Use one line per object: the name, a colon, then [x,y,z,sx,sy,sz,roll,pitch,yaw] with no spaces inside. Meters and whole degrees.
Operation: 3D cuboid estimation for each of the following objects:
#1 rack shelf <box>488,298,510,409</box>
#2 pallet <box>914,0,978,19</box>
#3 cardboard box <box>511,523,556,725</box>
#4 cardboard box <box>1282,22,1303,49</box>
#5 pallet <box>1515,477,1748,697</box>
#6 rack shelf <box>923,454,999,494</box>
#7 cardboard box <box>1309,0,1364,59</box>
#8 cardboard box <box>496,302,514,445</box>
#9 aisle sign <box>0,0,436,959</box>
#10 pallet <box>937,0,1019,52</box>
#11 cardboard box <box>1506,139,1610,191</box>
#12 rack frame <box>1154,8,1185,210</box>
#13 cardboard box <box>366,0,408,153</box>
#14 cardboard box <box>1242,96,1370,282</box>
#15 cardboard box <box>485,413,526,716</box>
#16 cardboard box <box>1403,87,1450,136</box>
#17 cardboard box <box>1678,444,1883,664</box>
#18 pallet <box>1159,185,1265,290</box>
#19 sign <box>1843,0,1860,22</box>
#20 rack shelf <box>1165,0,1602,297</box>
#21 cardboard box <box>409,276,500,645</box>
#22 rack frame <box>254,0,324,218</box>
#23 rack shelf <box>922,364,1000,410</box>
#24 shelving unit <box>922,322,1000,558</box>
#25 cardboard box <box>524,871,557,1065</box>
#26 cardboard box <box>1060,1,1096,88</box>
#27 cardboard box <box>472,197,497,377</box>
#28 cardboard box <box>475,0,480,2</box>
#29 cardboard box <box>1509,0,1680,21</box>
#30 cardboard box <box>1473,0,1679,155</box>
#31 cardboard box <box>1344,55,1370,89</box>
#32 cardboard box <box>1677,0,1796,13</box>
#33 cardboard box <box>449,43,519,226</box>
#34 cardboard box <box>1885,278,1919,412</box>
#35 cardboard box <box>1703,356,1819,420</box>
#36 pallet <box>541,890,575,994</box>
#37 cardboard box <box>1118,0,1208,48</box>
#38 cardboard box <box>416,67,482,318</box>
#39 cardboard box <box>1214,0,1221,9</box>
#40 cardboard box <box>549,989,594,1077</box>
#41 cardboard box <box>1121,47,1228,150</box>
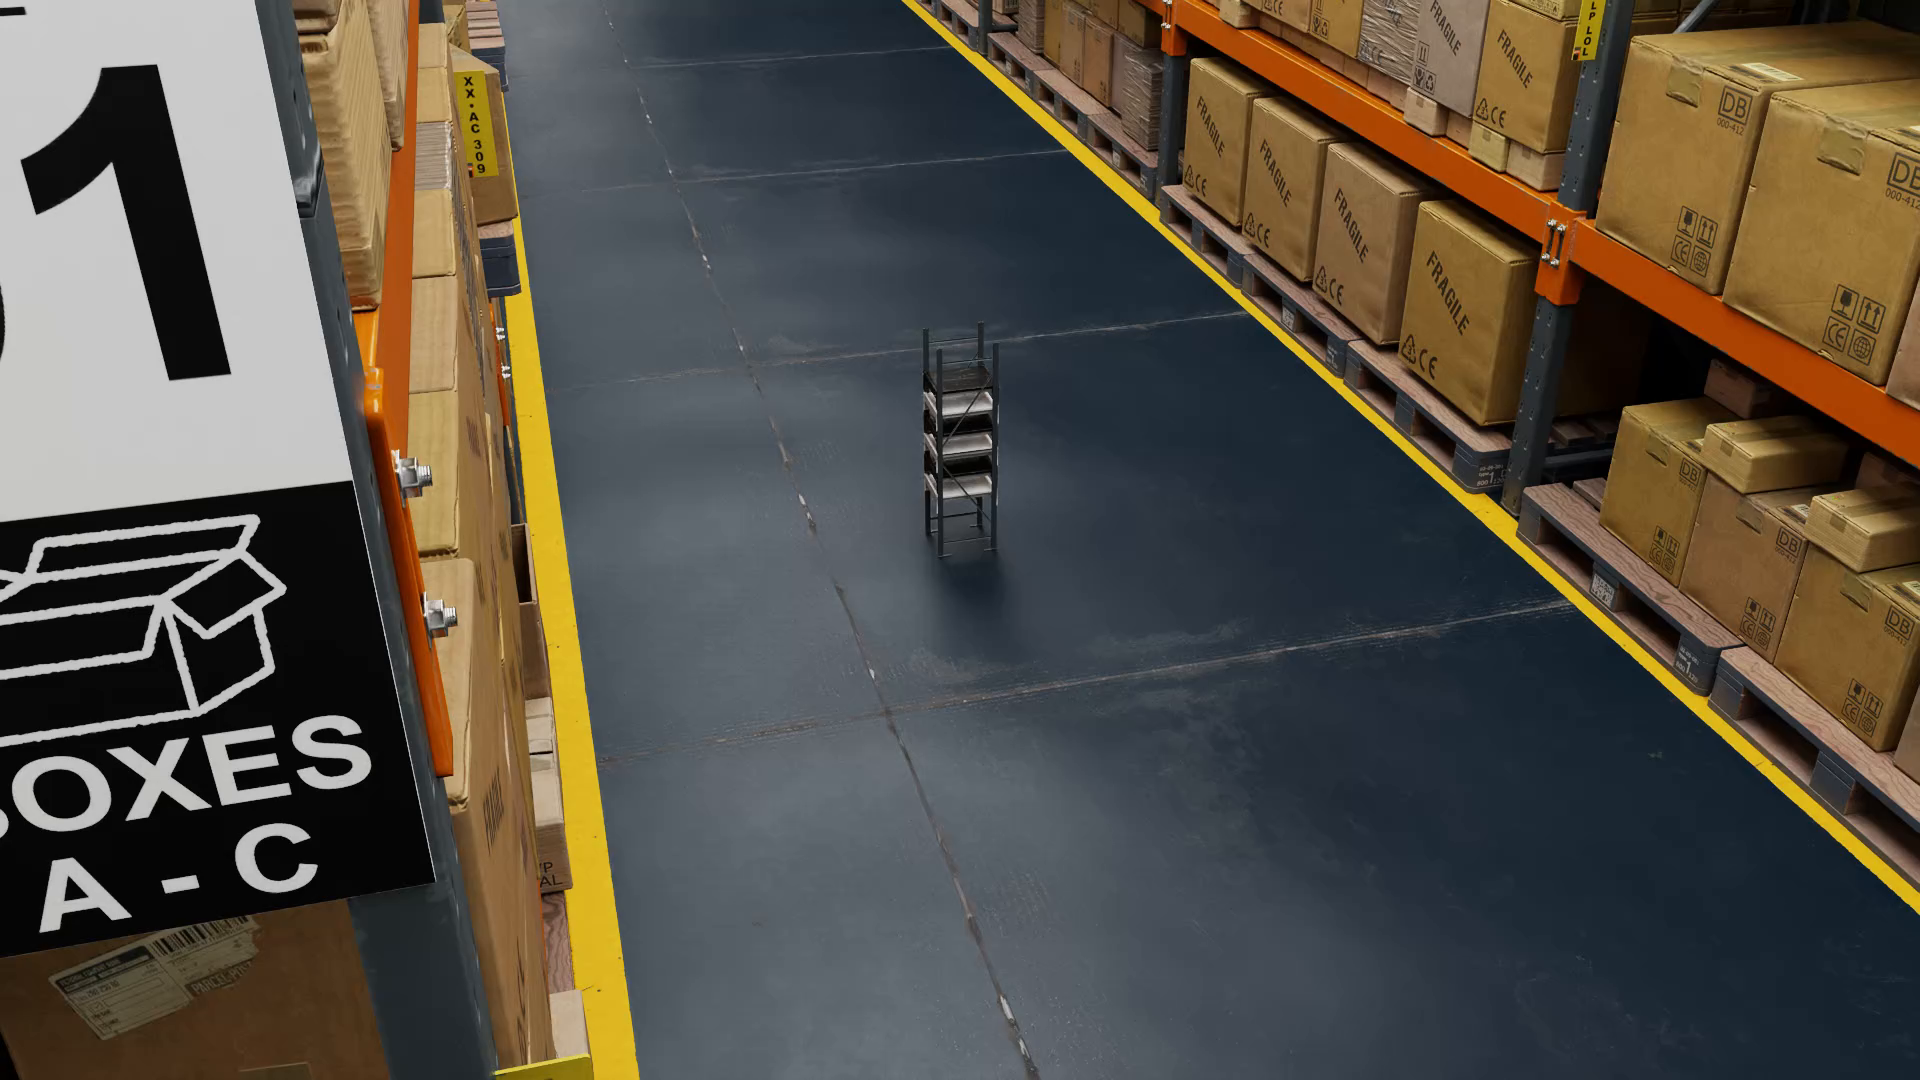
rack shelf: [-2.536,-1.475,7.022,1.077,0.370,4.000,-8,31,-13]
pallet: [0.106,-5.048,15.260,1.003,0.211,1.213,-8,31,-13]
cardboard box: [-1.581,0.309,5.279,0.500,0.500,0.500,-8,31,-13]
cardboard box: [1.882,-2.631,8.532,0.380,0.149,0.250,-7,31,-12]
pallet: [2.896,0.104,6.360,1.003,0.211,1.213,-8,31,-13]
rack shelf: [0.002,-0.279,6.580,0.258,0.077,0.200,-8,31,-13]
cardboard box: [1.996,-2.580,7.797,0.500,0.500,0.500,-7,31,-12]
cardboard box: [-2.177,-0.693,7.010,0.500,0.500,0.500,-7,31,-13]
aisle sign: [-0.643,-0.020,1.194,0.394,0.787,0.004,-8,31,-13]
pallet: [0.434,-4.457,14.240,1.003,0.211,1.213,-8,31,-13]
cardboard box: [2.407,-1.506,6.589,0.380,0.149,0.250,-8,31,-13]
rack frame: [1.708,-3.413,9.652,1.000,3.000,0.127,-8,31,-13]
cardboard box: [-0.955,-0.647,2.029,0.500,0.250,0.500,-8,31,-13]
cardboard box: [2.003,-1.867,8.709,0.750,0.750,0.750,-8,31,-14]
cardboard box: [-1.211,0.086,3.507,0.500,0.500,0.500,-7,31,-13]
cardboard box: [2.165,-1.876,7.228,0.380,0.149,0.250,-8,31,-13]
cardboard box: [2.999,0.037,5.767,0.700,0.500,0.500,-8,31,-14]
pallet: [1.844,-1.815,9.675,1.003,0.211,1.213,-8,31,-13]
sign: [3.304,-1.964,6.206,0.100,0.325,0.005,-8,31,-13]
rack shelf: [2.239,-2.135,8.163,1.077,0.370,4.000,-8,31,-13]
cardboard box: [-1.081,-0.108,2.844,0.500,0.500,0.500,-7,31,-13]
rack frame: [-0.944,-1.485,0.332,1.000,3.000,0.127,-8,31,-13]
rack shelf: [0.002,-0.590,6.399,0.258,0.077,0.200,-8,31,-13]
shelving unit: [0.002,-0.386,6.518,0.258,0.900,0.210,-8,31,-13]
cardboard box: [-0.807,0.819,2.241,0.500,0.500,0.500,-7,31,-12]
cardboard box: [1.140,-3.605,12.040,0.700,0.500,0.500,-8,31,-13]
cardboard box: [-1.625,-0.656,4.790,0.500,0.500,0.500,-7,31,-12]
cardboard box: [-3.950,-4.266,12.703,0.500,0.500,0.500,-8,31,-13]
cardboard box: [2.399,-2.178,6.353,0.500,0.250,0.500,-7,31,-12]
cardboard box: [2.404,-1.851,6.537,0.500,0.500,0.500,-8,31,-14]
cardboard box: [2.052,-2.256,7.883,0.380,0.149,0.250,-7,31,-12]
cardboard box: [2.899,-2.243,6.465,0.500,0.250,0.500,-7,31,-12]
cardboard box: [-1.916,-1.304,5.489,0.700,0.500,0.500,-19,35,-30]
cardboard box: [3.289,-0.643,4.567,0.980,0.700,0.700,-9,31,-16]
cardboard box: [3.022,-0.583,6.191,0.380,0.149,0.250,-8,31,-14]
pallet: [-1.497,1.309,4.278,1.003,0.211,1.213,-8,31,-13]
cardboard box: [1.376,-3.470,11.059,0.500,0.250,0.500,-7,31,-12]
cardboard box: [-1.483,-0.839,4.108,0.500,0.500,0.500,-8,31,-14]
cardboard box: [1.630,-3.000,9.169,0.380,0.149,0.250,-7,31,-13]
cardboard box: [-1.080,1.328,3.767,0.500,0.250,0.500,-8,31,-13]
cardboard box: [1.466,-2.862,10.756,0.700,0.500,0.500,-7,31,-13]
